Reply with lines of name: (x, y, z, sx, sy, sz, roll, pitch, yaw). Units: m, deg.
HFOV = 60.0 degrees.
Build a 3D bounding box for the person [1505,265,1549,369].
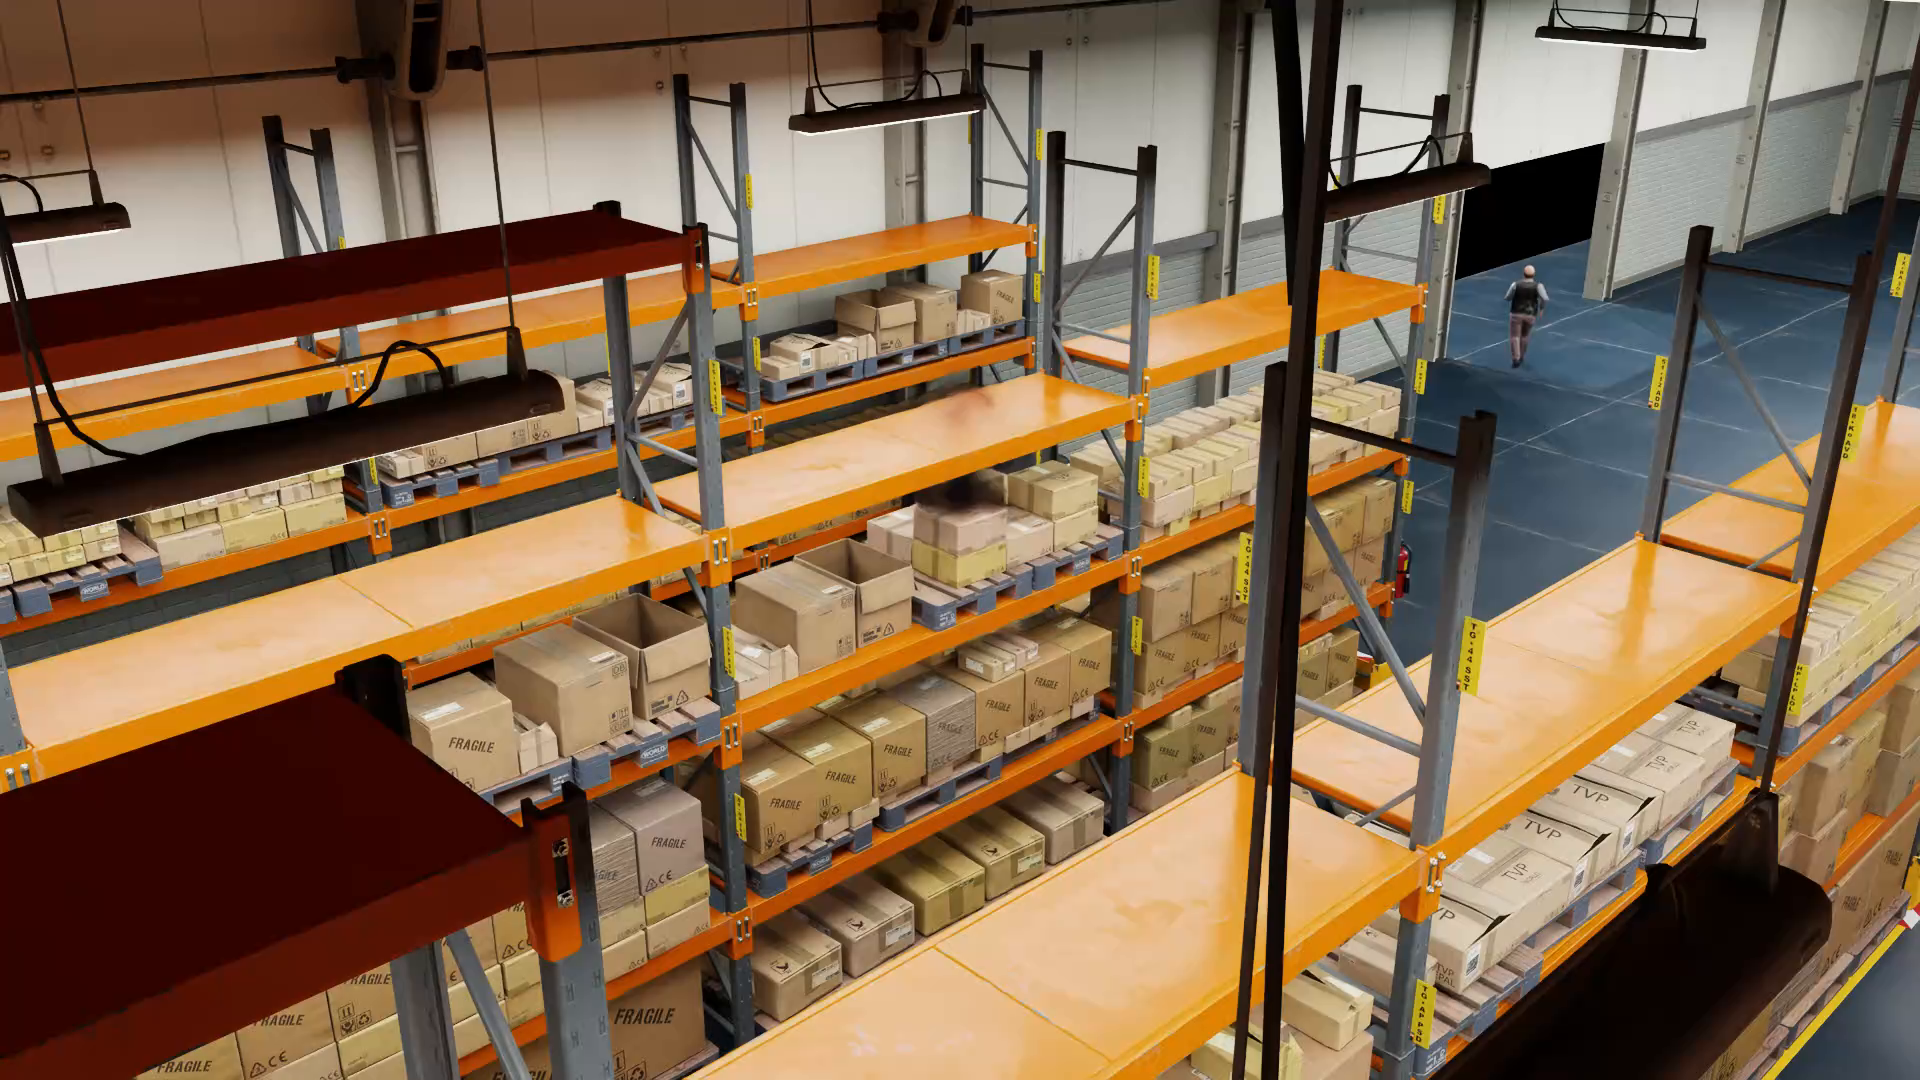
person: (9.298, -3.689, 27.453, 0.650, 1.712, 0.957, 4, 23, 9)
